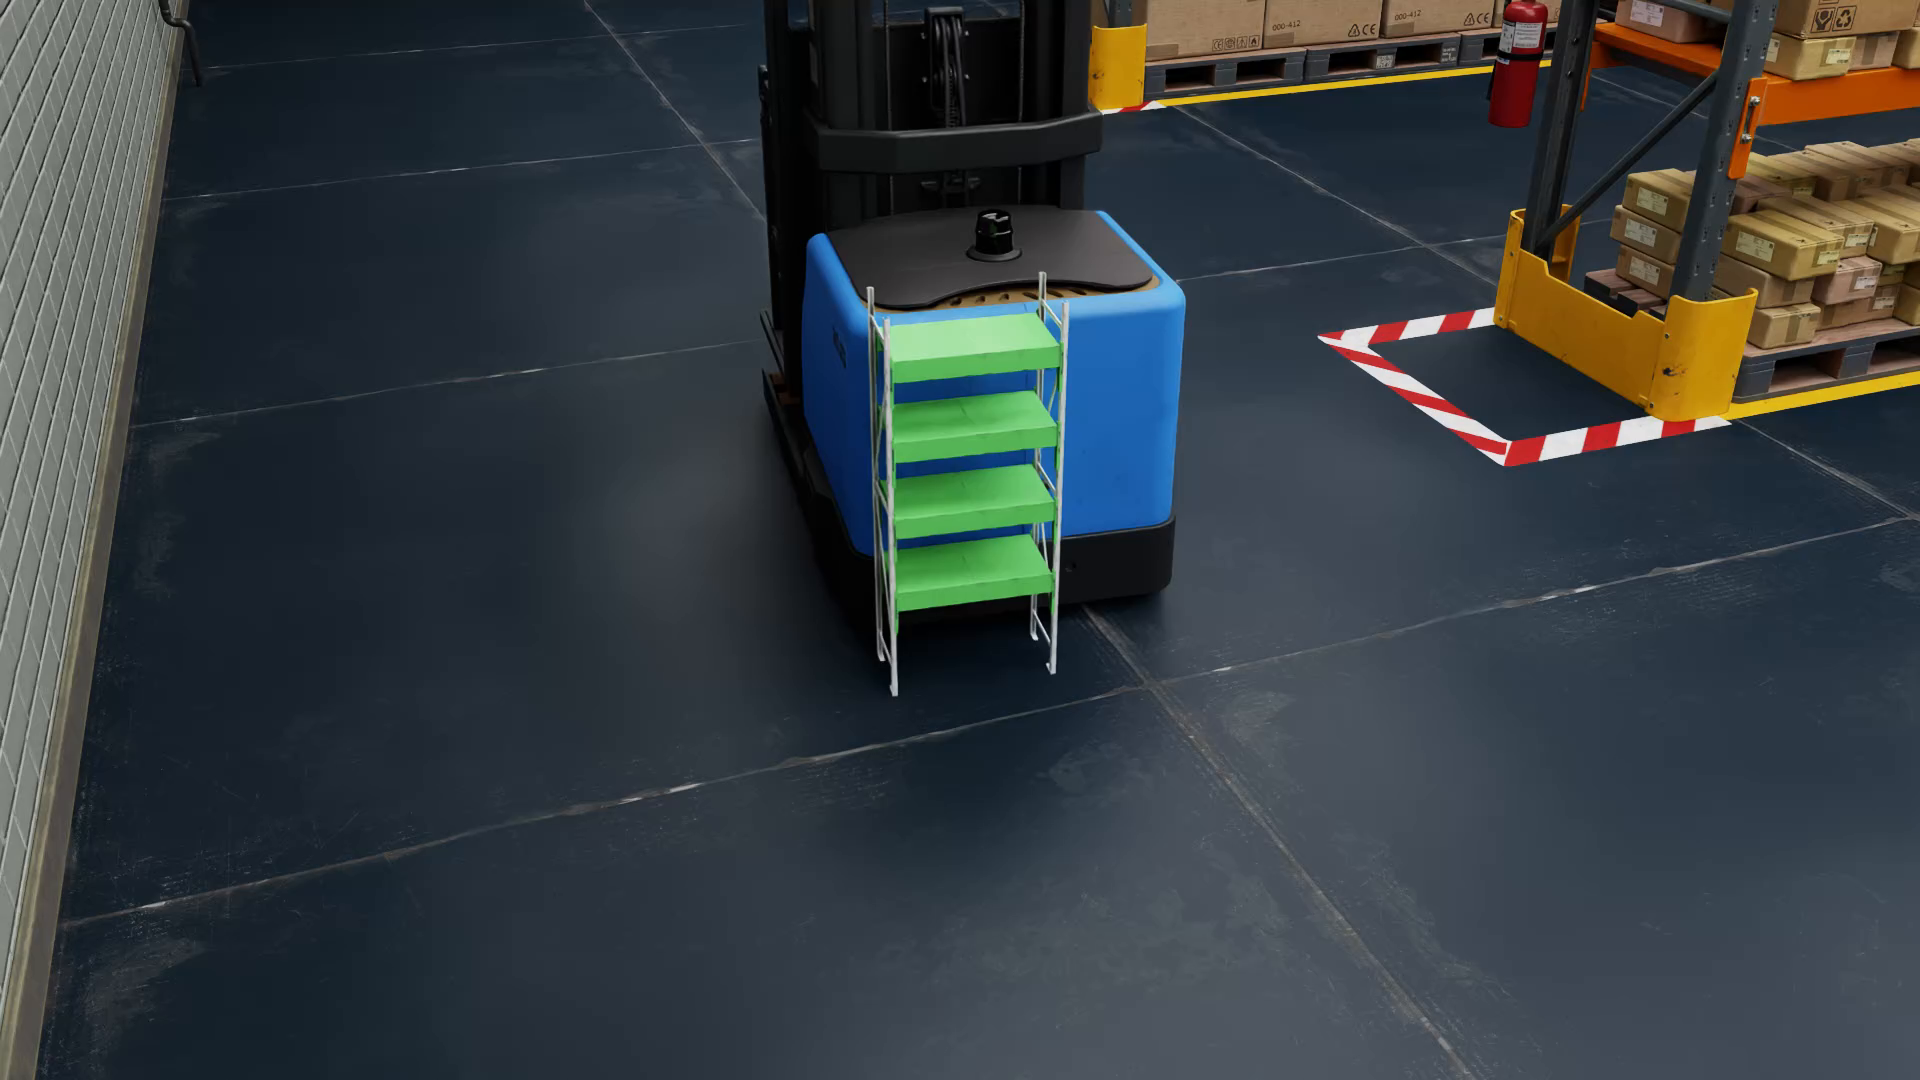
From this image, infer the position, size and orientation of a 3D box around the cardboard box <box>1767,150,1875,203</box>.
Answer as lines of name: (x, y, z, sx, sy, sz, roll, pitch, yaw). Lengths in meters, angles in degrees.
cardboard box: (3.795, -1.593, 7.370, 0.250, 0.149, 0.380, -12, 32, -20)

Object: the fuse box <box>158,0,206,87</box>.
fuse box: (-5.025, -3.781, 10.658, 0.414, 1.711, 0.539, -10, 31, -18)

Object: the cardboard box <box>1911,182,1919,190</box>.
cardboard box: (4.242, -1.393, 7.020, 0.250, 0.149, 0.380, -9, 31, -16)

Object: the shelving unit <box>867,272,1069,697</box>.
shelving unit: (0.018, -0.141, 4.783, 0.503, 1.200, 0.258, -7, 31, -12)

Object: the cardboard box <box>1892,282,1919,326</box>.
cardboard box: (3.996, -1.054, 7.026, 0.250, 0.149, 0.380, -10, 31, -17)

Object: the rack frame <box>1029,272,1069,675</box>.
rack frame: (0.255, -0.170, 4.834, 0.015, 1.200, 0.240, -7, 31, -12)

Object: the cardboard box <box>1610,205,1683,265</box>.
cardboard box: (3.064, -1.342, 7.231, 0.250, 0.149, 0.380, -11, 32, -19)

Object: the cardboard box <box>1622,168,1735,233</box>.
cardboard box: (3.076, -1.457, 7.132, 0.250, 0.149, 0.380, -10, 31, -17)

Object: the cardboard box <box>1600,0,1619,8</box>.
cardboard box: (5.150, -4.419, 12.198, 0.875, 0.875, 0.875, -9, 31, -16)

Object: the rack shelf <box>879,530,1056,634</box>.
rack shelf: (0.017, 0.122, 4.936, 0.480, 0.148, 0.258, -7, 31, -12)

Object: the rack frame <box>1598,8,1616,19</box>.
rack frame: (4.597, -5.016, 11.523, 0.127, 3.000, 1.000, -10, 31, -18)

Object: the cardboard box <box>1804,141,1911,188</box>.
cardboard box: (4.027, -1.665, 7.497, 0.250, 0.149, 0.380, -9, 31, -16)

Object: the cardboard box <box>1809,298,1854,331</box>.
cardboard box: (3.488, -1.015, 6.957, 0.250, 0.149, 0.380, -11, 31, -18)

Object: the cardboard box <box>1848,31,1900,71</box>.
cardboard box: (3.311, -1.904, 6.315, 0.250, 0.149, 0.380, -9, 31, -16)

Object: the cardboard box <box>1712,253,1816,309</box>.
cardboard box: (3.249, -1.090, 6.789, 0.250, 0.149, 0.380, -9, 31, -16)

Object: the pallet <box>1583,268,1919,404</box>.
pallet: (3.514, -0.971, 7.242, 1.213, 0.211, 1.003, -10, 31, -18)

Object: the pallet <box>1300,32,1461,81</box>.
pallet: (2.711, -3.496, 11.674, 1.213, 0.211, 1.003, -10, 31, -18)

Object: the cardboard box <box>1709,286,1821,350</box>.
cardboard box: (3.271, -0.932, 6.811, 0.250, 0.149, 0.380, -10, 31, -17)

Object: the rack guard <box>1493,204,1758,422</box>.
rack guard: (2.740, -0.973, 6.953, 0.348, 0.500, 1.175, -10, 31, -18)

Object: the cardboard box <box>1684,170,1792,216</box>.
cardboard box: (3.332, -1.474, 7.162, 0.250, 0.149, 0.380, -10, 31, -17)

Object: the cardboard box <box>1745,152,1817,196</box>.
cardboard box: (3.530, -1.578, 7.343, 0.250, 0.149, 0.380, -11, 32, -19)

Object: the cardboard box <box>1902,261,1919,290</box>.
cardboard box: (4.002, -1.189, 6.961, 0.250, 0.149, 0.380, -9, 31, -16)

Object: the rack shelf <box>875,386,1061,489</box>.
rack shelf: (0.018, -0.293, 4.695, 0.480, 0.148, 0.258, -7, 31, -12)

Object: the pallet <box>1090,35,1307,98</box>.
pallet: (1.570, -3.288, 11.308, 1.213, 0.211, 1.003, -10, 31, -18)

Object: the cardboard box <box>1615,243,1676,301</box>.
cardboard box: (3.089, -1.177, 7.242, 0.250, 0.149, 0.380, -10, 31, -17)

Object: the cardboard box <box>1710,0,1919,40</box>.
cardboard box: (3.186, -2.168, 6.124, 0.500, 0.500, 0.500, -9, 31, -15)

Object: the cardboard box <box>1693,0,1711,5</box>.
cardboard box: (3.000, -2.416, 6.558, 0.500, 0.500, 0.500, -10, 31, -17)

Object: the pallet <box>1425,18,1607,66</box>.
pallet: (3.857, -3.709, 12.047, 1.213, 0.211, 1.003, -10, 31, -18)

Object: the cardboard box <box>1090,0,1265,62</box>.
cardboard box: (1.431, -3.555, 11.123, 0.875, 0.438, 0.875, -12, 32, -19)

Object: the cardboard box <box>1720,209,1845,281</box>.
cardboard box: (3.278, -1.181, 6.647, 0.250, 0.149, 0.380, -12, 32, -20)

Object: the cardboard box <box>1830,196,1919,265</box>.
cardboard box: (3.775, -1.268, 6.801, 0.250, 0.149, 0.380, -11, 31, -18)

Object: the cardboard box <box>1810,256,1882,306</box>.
cardboard box: (3.525, -1.111, 6.826, 0.250, 0.149, 0.380, -11, 31, -18)

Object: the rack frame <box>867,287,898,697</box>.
rack frame: (-0.219, -0.112, 4.733, 0.015, 1.200, 0.240, -7, 31, -12)

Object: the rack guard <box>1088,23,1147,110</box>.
rack guard: (0.825, -3.235, 10.923, 0.348, 0.500, 1.175, -10, 31, -18)

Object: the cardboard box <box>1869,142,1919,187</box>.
cardboard box: (4.313, -1.659, 7.487, 0.250, 0.149, 0.380, -11, 32, -19)

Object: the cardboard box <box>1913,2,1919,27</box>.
cardboard box: (3.678, -2.272, 6.306, 0.500, 0.500, 0.500, -10, 31, -18)

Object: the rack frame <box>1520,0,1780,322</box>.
rack frame: (2.669, -2.046, 6.311, 0.127, 3.000, 1.000, -10, 31, -18)

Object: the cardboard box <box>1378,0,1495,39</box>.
cardboard box: (3.132, -3.871, 11.679, 0.875, 0.438, 0.875, -11, 32, -19)

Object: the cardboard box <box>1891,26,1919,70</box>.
cardboard box: (3.581, -1.925, 6.353, 0.250, 0.149, 0.380, -11, 32, -19)

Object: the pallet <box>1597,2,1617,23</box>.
pallet: (5.294, -3.972, 12.509, 1.213, 0.211, 1.003, -10, 31, -18)

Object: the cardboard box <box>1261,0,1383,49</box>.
cardboard box: (2.286, -3.716, 11.407, 0.875, 0.438, 0.875, -10, 31, -16)

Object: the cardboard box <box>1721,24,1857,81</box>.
cardboard box: (3.086, -1.841, 6.204, 0.250, 0.149, 0.380, -11, 31, -18)

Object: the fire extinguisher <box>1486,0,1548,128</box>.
fire extinguisher: (2.272, -2.021, 6.722, 0.183, 0.674, 0.296, -10, 31, -18)

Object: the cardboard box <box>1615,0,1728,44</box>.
cardboard box: (2.876, -2.124, 6.702, 0.250, 0.149, 0.380, -10, 31, -18)

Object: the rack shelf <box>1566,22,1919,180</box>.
rack shelf: (4.543, -2.079, 7.095, 4.000, 0.370, 1.077, -10, 31, -18)

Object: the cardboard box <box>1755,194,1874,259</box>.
cardboard box: (3.495, -1.284, 6.829, 0.250, 0.149, 0.380, -10, 31, -17)

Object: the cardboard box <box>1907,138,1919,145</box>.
cardboard box: (4.549, -1.717, 7.589, 0.250, 0.149, 0.380, -10, 31, -17)

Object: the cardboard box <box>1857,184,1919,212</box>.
cardboard box: (3.979, -1.350, 6.944, 0.250, 0.149, 0.380, -12, 32, -20)

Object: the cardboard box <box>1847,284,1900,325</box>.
cardboard box: (3.718, -1.061, 7.038, 0.250, 0.149, 0.380, -10, 31, -17)

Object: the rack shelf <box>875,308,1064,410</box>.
rack shelf: (0.018, -0.501, 4.575, 0.480, 0.148, 0.258, -7, 31, -12)

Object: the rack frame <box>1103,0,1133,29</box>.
rack frame: (0.848, -4.325, 10.311, 0.127, 3.000, 1.000, -10, 31, -18)

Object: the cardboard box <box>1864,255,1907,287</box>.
cardboard box: (3.724, -1.195, 6.972, 0.250, 0.149, 0.380, -10, 31, -17)

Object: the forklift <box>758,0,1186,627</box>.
forklift: (-0.162, -1.719, 5.807, 1.130, 2.935, 3.031, -7, 30, -12)

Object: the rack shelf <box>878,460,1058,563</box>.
rack shelf: (0.017, -0.086, 4.815, 0.480, 0.148, 0.258, -7, 31, -12)

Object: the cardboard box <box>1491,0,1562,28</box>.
cardboard box: (3.971, -4.026, 11.951, 0.875, 0.438, 0.875, -11, 31, -18)
